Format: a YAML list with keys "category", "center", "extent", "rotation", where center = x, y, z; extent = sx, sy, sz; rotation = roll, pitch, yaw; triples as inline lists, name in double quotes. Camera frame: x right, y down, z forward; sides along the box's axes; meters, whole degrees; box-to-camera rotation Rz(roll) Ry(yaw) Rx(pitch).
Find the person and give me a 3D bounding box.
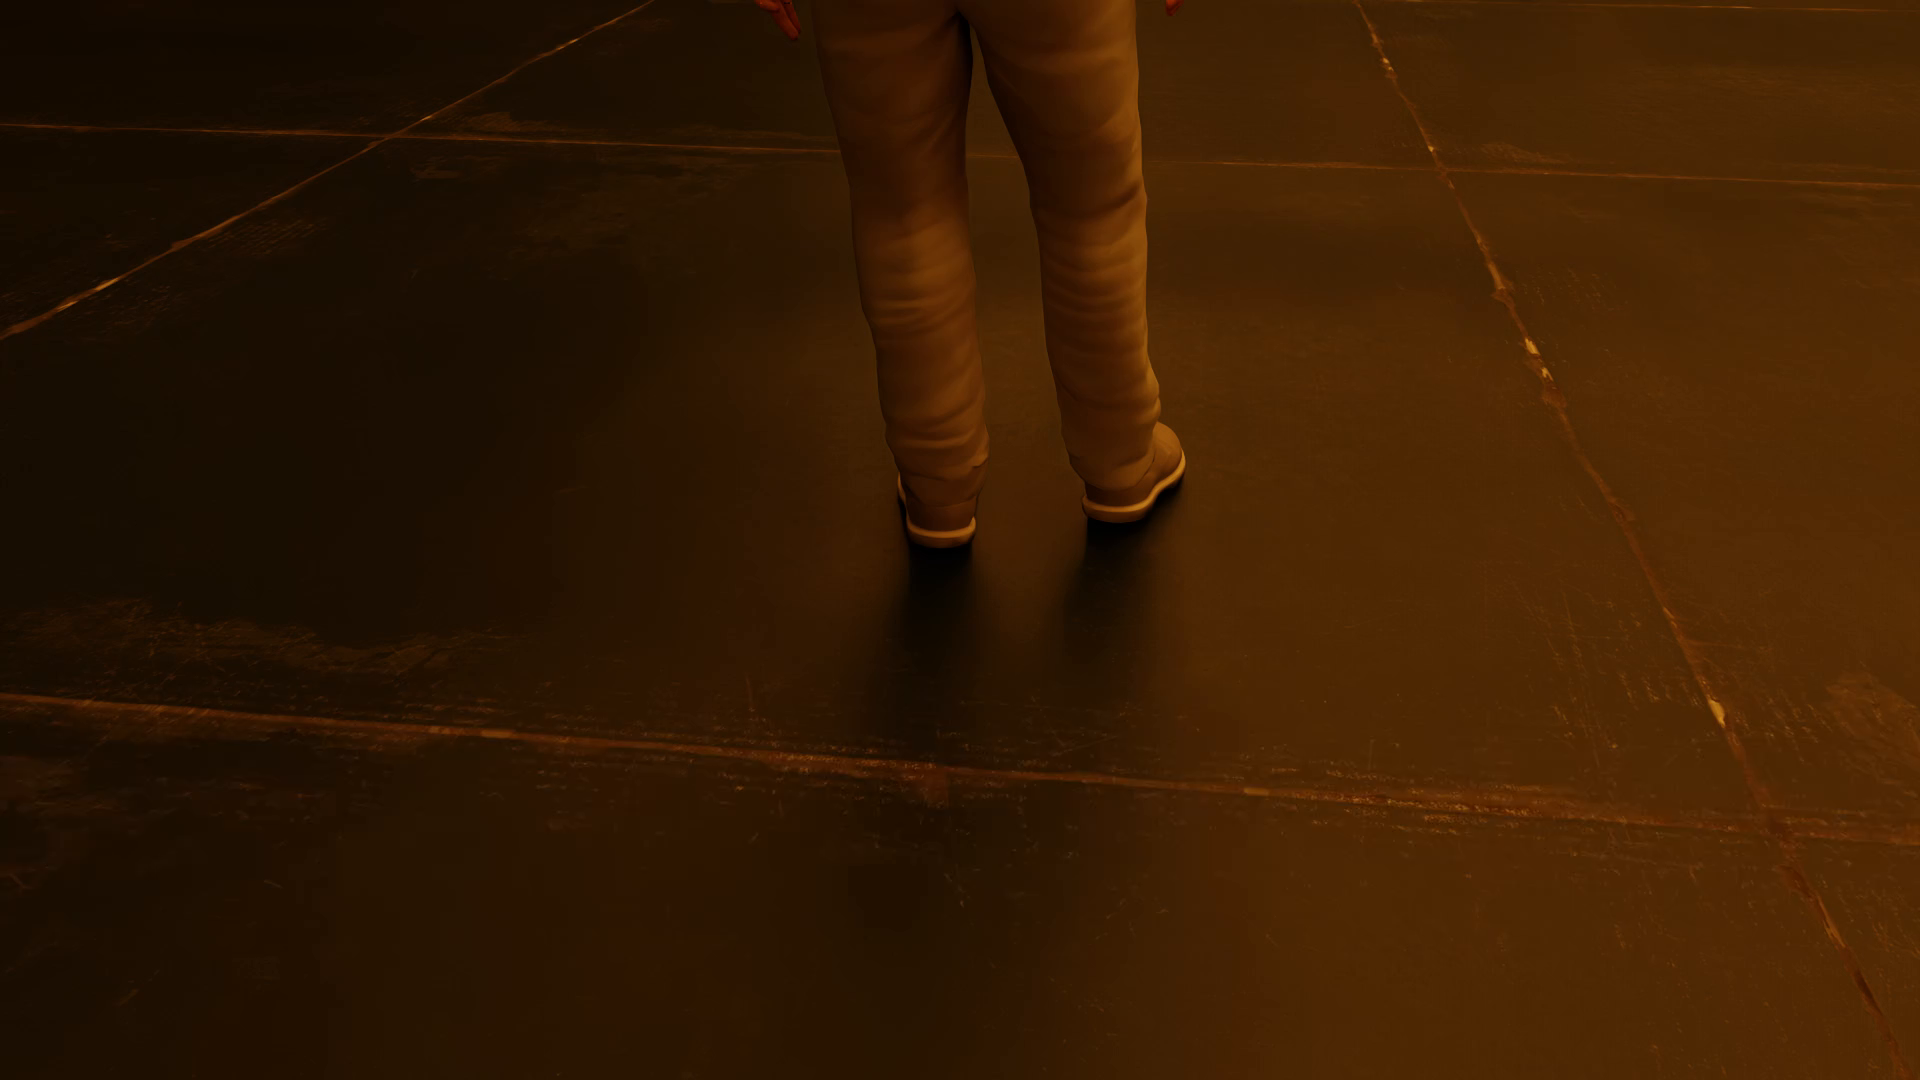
- category: "person"
  center: [0.021, -0.839, 2.167]
  extent: [0.641, 1.781, 0.574]
  rotation: [3, 27, 7]
